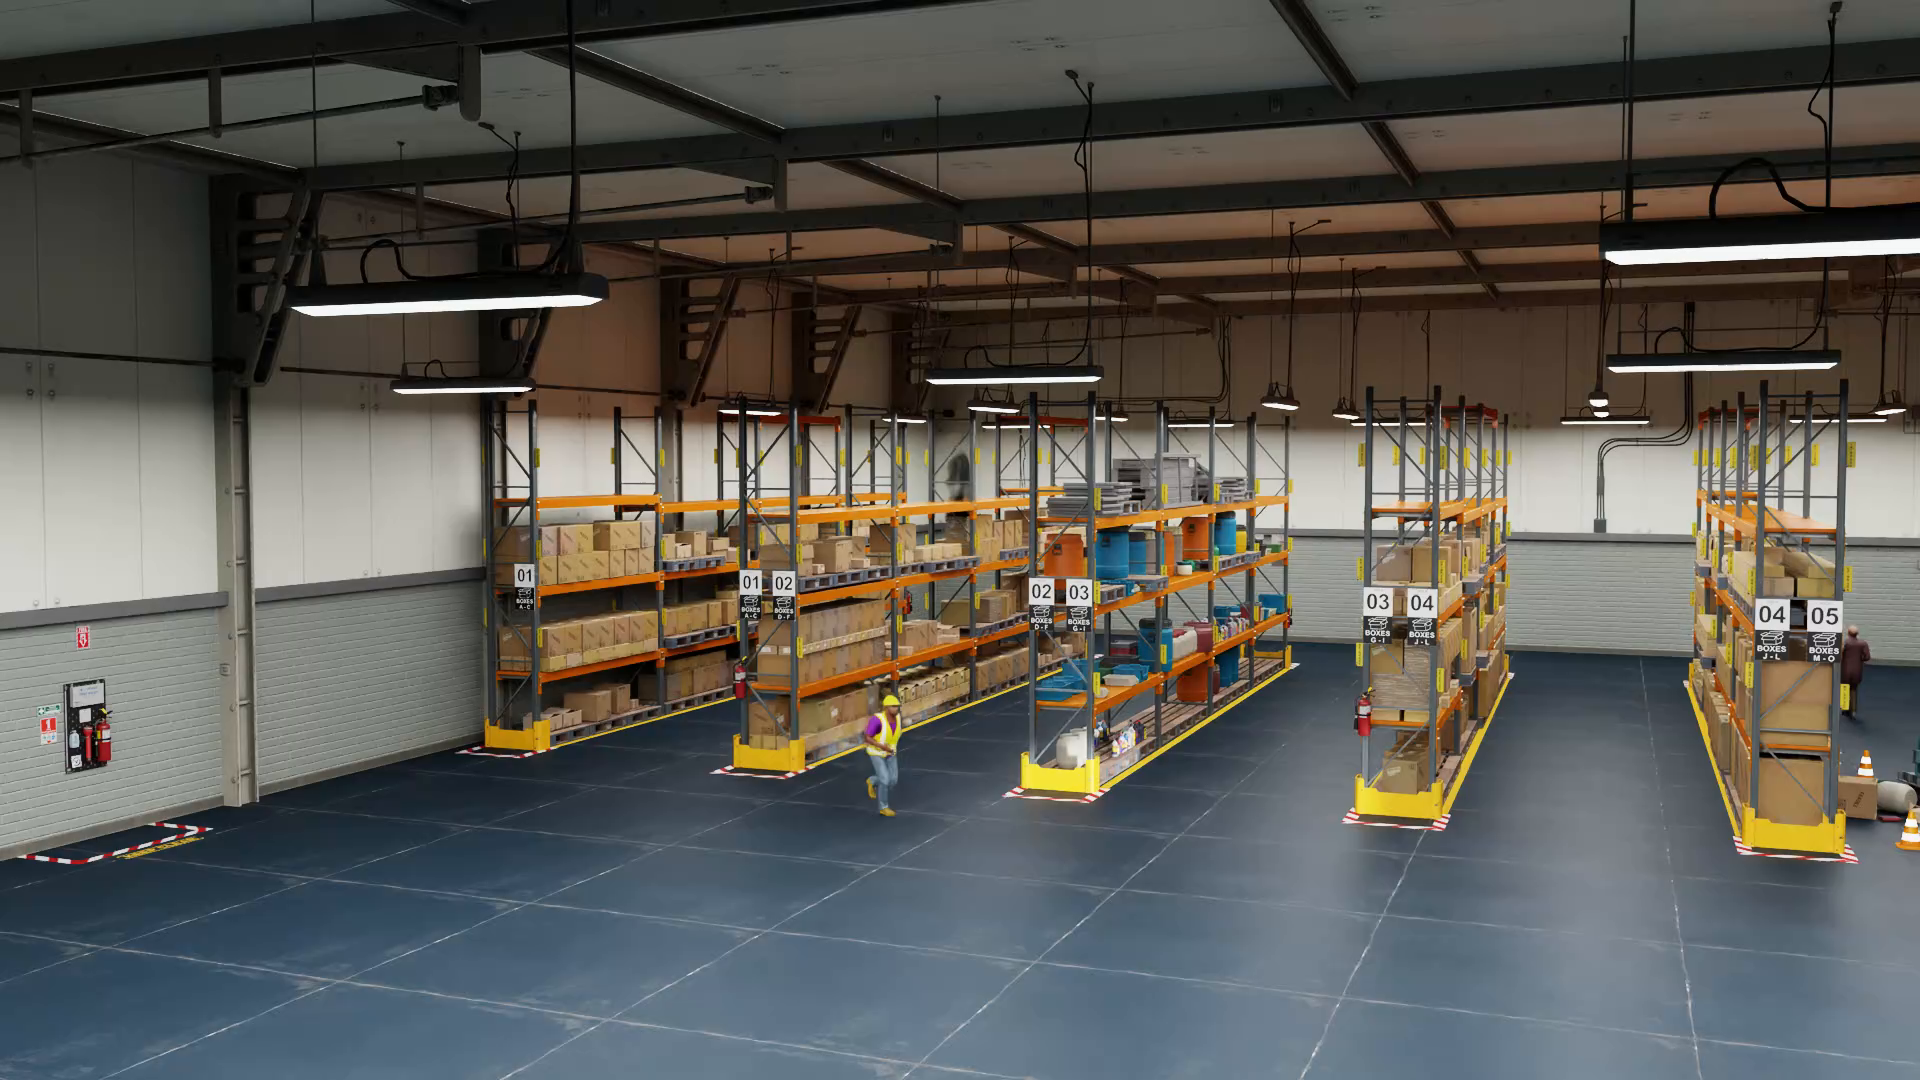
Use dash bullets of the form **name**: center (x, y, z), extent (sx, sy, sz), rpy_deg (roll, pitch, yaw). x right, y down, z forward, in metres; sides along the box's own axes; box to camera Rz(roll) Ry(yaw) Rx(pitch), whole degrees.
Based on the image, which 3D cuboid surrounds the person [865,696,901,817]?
- **person**: center (-1.083, 3.009, 23.303), extent (0.686, 1.703, 0.753), rpy_deg (-2, 4, -39)

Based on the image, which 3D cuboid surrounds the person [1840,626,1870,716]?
- **person**: center (17.266, 2.528, 32.292), extent (0.682, 1.735, 0.661), rpy_deg (1, 3, 11)
